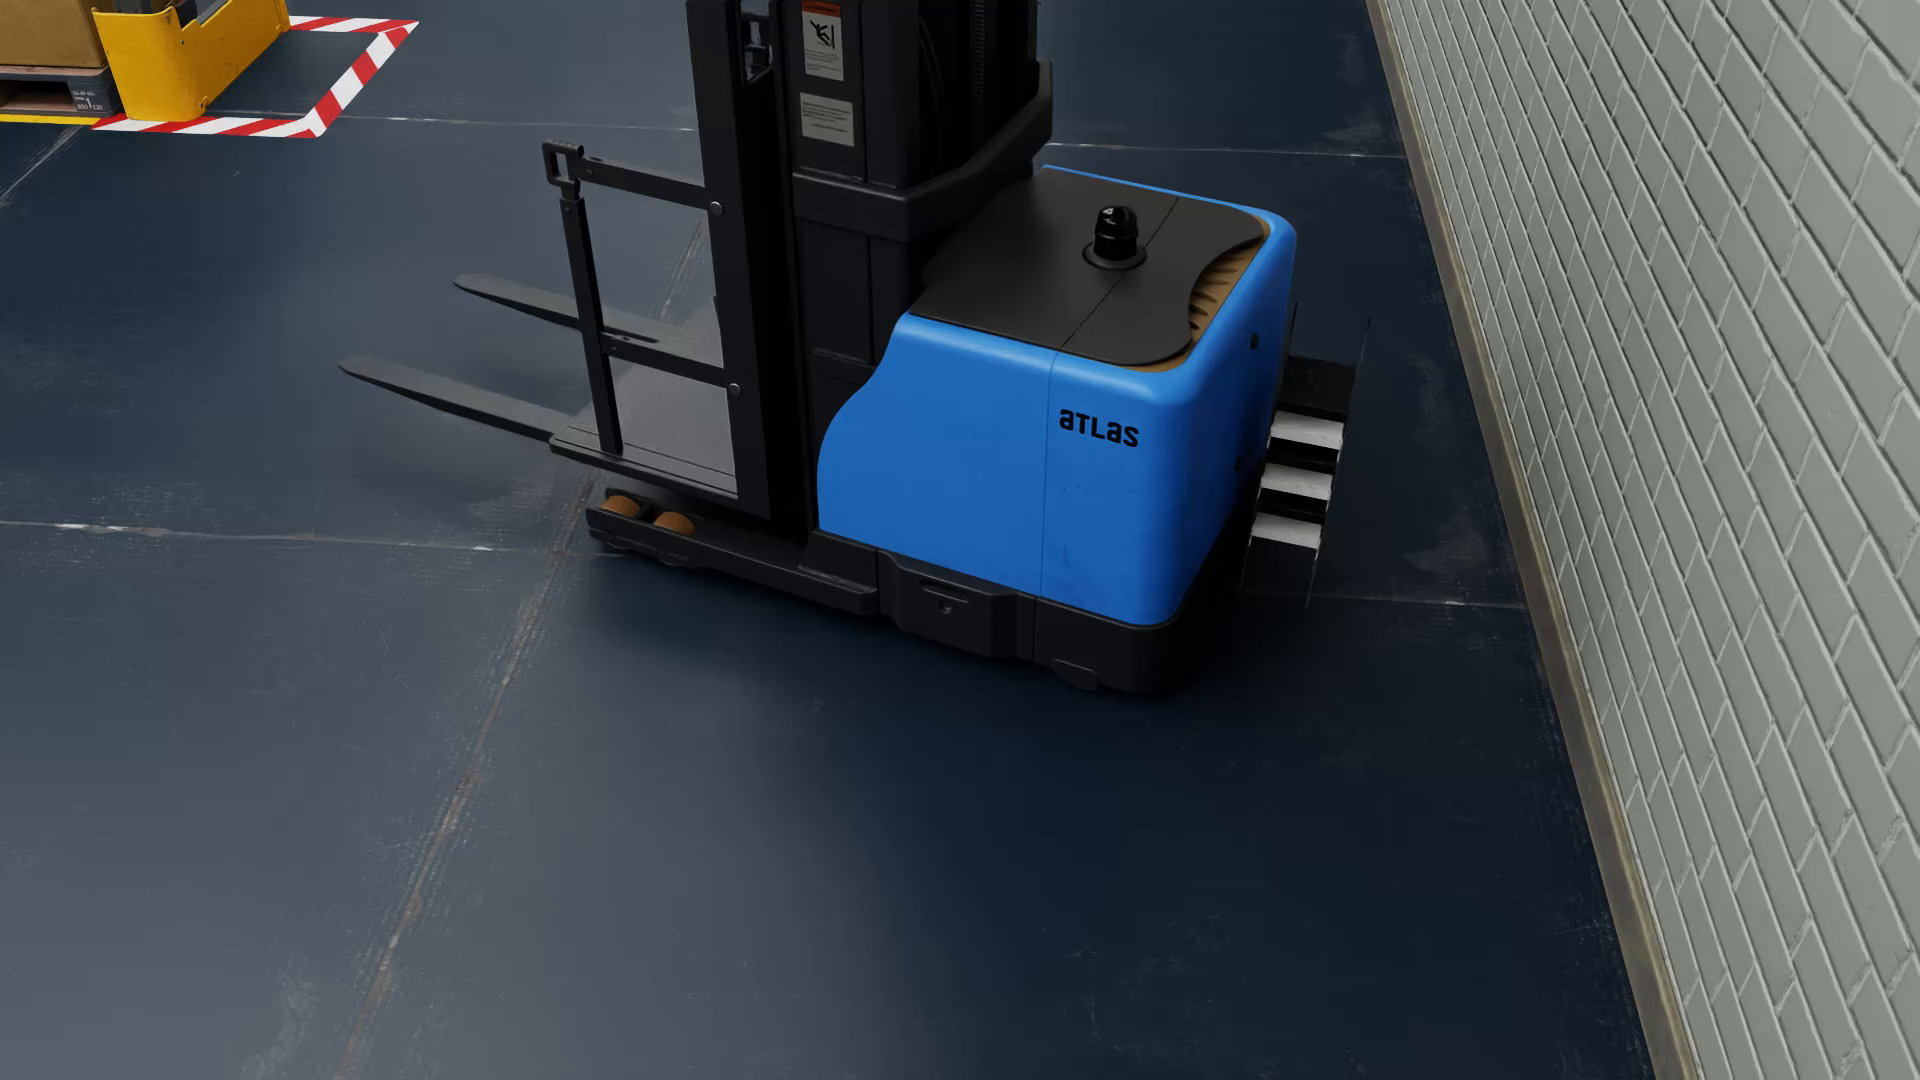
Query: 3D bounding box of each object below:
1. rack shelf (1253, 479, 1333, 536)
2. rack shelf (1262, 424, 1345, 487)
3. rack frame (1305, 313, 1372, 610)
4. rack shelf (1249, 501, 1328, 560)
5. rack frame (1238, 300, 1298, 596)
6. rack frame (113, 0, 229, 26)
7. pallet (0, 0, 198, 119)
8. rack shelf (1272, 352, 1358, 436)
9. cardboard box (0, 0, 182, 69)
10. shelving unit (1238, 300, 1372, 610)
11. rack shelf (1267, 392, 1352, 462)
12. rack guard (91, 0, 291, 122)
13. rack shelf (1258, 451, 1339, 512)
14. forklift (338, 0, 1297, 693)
[{"bbox_3d":[0.986,-0.135,4.893,0.200,0.077,0.258,12,41,12],"label":"rack shelf"},{"bbox_3d":[0.992,-0.273,4.778,0.200,0.077,0.258,12,41,12],"label":"rack shelf"},{"bbox_3d":[1.087,-0.209,4.794,0.006,0.900,0.240,12,41,12],"label":"rack frame"},{"bbox_3d":[0.983,-0.066,4.950,0.200,0.077,0.258,12,41,12],"label":"rack shelf"},{"bbox_3d":[0.892,-0.251,4.834,0.006,0.900,0.240,12,41,12],"label":"rack frame"},{"bbox_3d":[-3.640,-3.446,7.108,0.127,3.000,1.000,3,39,4],"label":"rack frame"},{"bbox_3d":[-4.444,-2.359,7.981,1.213,0.211,1.003,3,39,4],"label":"pallet"},{"bbox_3d":[0.997,-0.412,4.663,0.200,0.077,0.258,12,41,12],"label":"rack shelf"},{"bbox_3d":[-4.285,-2.769,7.627,0.875,0.875,0.875,3,39,4],"label":"cardboard box"},{"bbox_3d":[0.990,-0.230,4.814,0.210,0.900,0.258,12,41,12],"label":"shelving unit"},{"bbox_3d":[0.994,-0.343,4.720,0.200,0.077,0.258,12,41,12],"label":"rack shelf"},{"bbox_3d":[-3.616,-2.475,7.895,0.348,0.500,1.175,3,39,4],"label":"rack guard"},{"bbox_3d":[0.989,-0.204,4.835,0.200,0.077,0.258,12,41,12],"label":"rack shelf"},{"bbox_3d":[-0.597,-1.340,4.574,3.031,2.935,1.130,17,42,19],"label":"forklift"}]
